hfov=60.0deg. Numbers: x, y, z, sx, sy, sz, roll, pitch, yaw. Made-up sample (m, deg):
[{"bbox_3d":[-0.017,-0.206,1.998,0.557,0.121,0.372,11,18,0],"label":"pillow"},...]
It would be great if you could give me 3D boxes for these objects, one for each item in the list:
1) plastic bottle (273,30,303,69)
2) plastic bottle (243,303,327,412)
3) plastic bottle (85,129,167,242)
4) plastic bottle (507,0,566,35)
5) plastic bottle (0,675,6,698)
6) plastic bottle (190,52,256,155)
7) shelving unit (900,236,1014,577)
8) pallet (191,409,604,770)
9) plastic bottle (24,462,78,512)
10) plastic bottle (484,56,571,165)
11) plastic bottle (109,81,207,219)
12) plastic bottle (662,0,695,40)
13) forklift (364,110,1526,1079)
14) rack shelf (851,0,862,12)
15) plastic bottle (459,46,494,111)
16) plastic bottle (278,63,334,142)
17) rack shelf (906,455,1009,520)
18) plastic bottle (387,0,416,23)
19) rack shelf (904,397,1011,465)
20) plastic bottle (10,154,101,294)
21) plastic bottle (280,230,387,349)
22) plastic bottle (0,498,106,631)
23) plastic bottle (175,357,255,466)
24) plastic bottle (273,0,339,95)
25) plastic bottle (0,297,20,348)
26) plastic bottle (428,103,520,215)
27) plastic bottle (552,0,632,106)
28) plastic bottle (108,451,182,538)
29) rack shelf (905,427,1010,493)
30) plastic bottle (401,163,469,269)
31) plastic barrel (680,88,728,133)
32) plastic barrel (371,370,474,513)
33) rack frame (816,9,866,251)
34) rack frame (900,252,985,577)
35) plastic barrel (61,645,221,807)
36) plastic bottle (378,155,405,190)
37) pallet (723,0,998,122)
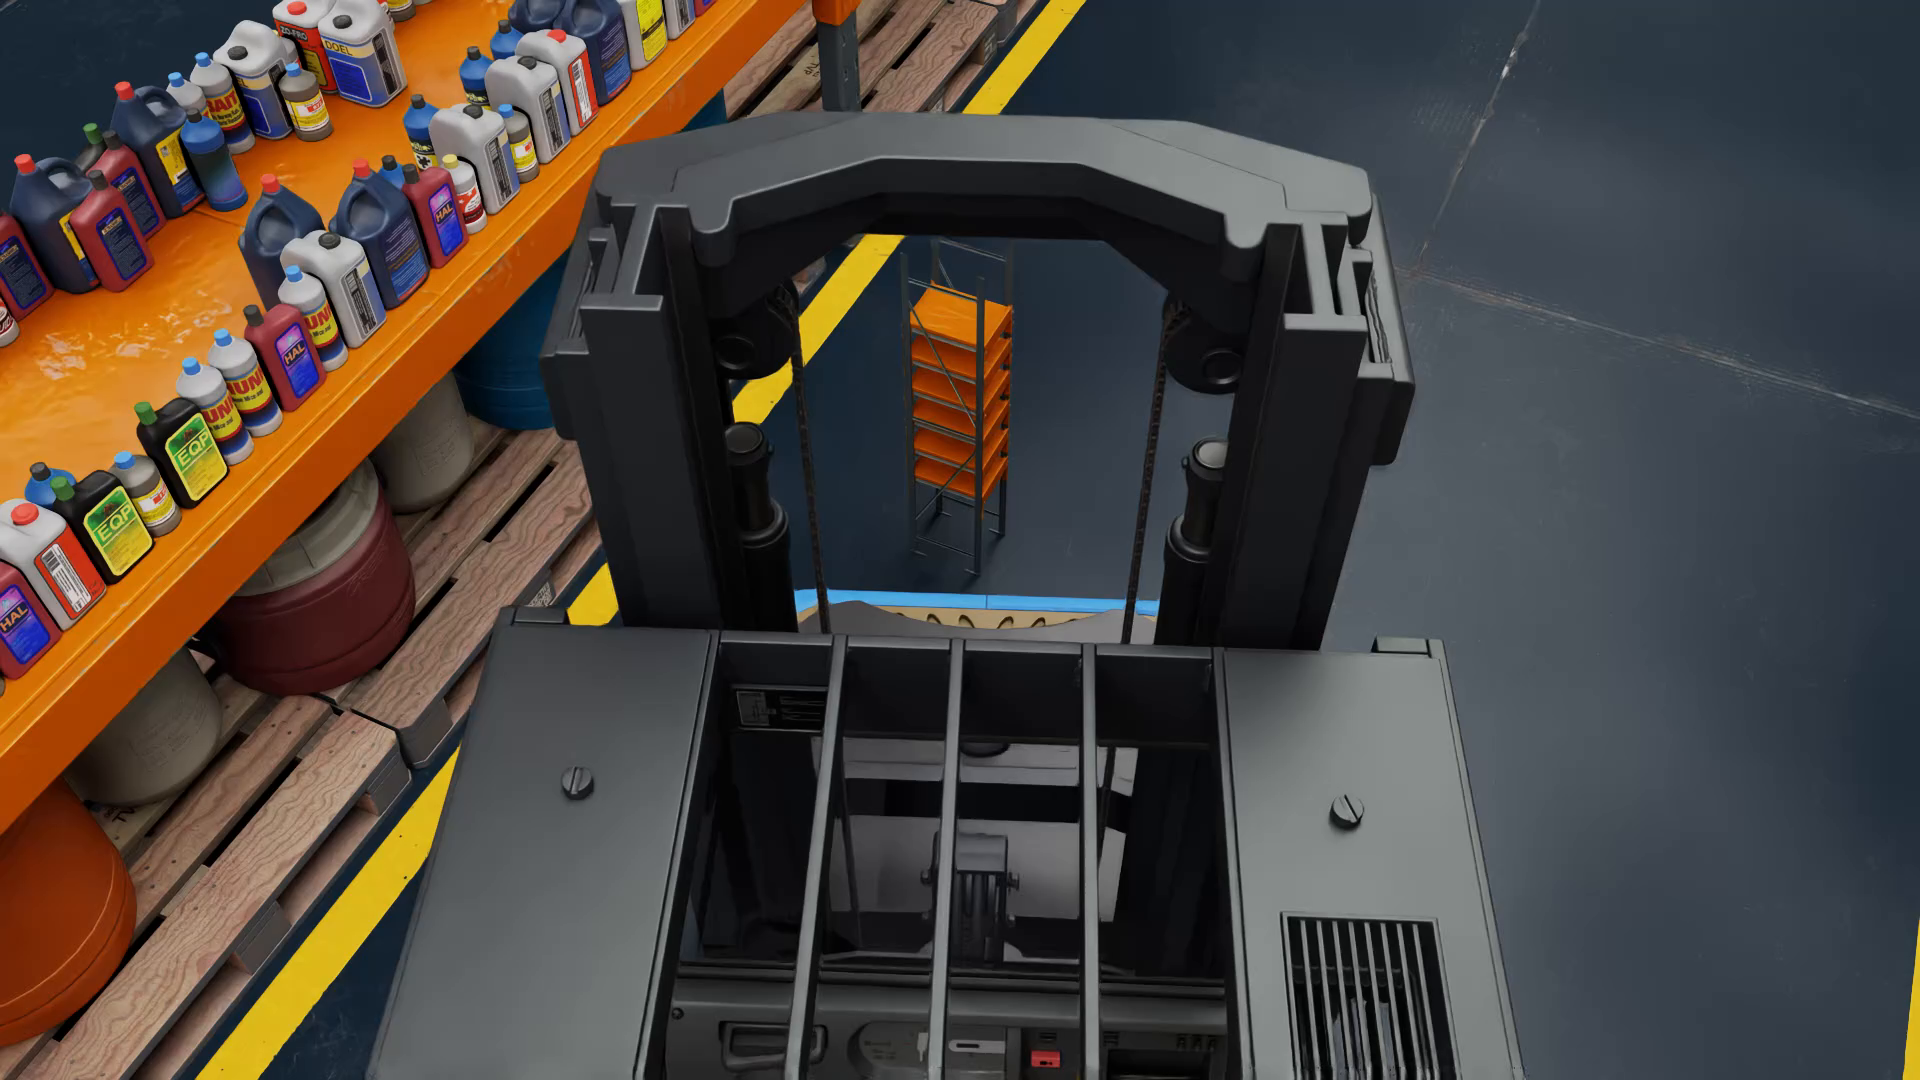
[{"bbox_3d":[-1.833,-1.283,4.502,0.097,0.201,0.097,0,50,0],"label":"plastic bottle"},{"bbox_3d":[-1.518,-0.432,3.725,0.061,0.283,0.133,20,52,16],"label":"plastic bottle"},{"bbox_3d":[-2.064,-0.862,4.091,0.061,0.283,0.133,20,52,16],"label":"plastic bottle"},{"bbox_3d":[-1.127,-1.415,4.517,0.144,0.351,0.185,20,52,16],"label":"plastic bottle"},{"bbox_3d":[-1.937,0.237,3.209,0.097,0.201,0.097,0,50,0],"label":"plastic bottle"},{"bbox_3d":[-1.932,-1.146,4.340,0.097,0.271,0.097,0,50,0],"label":"plastic bottle"},{"bbox_3d":[-0.006,-0.379,4.785,0.258,1.200,0.189,20,52,16],"label":"shelving unit"},{"bbox_3d":[-1.709,0.014,5.099,1.003,0.211,1.213,20,52,16],"label":"pallet"},{"bbox_3d":[-1.836,-0.057,3.413,0.097,0.271,0.097,0,50,0],"label":"plastic bottle"},{"bbox_3d":[-1.126,-1.142,4.334,0.152,0.276,0.135,20,52,16],"label":"plastic bottle"},{"bbox_3d":[-2.013,-1.000,4.164,0.144,0.351,0.185,20,52,16],"label":"plastic bottle"},{"bbox_3d":[-0.854,-1.582,4.708,0.152,0.276,0.135,20,52,16],"label":"plastic bottle"},{"bbox_3d":[-0.004,0.993,2.481,1.130,2.935,3.031,2,50,2],"label":"forklift"},{"bbox_3d":[0.033,-3.395,6.641,1.077,0.370,4.000,20,52,16],"label":"rack shelf"},{"bbox_3d":[-1.247,-1.169,4.359,0.097,0.271,0.097,0,50,0],"label":"plastic bottle"},{"bbox_3d":[-1.737,-1.166,4.403,0.097,0.201,0.097,0,50,0],"label":"plastic bottle"},{"bbox_3d":[-0.006,-0.195,5.001,0.258,0.103,0.180,20,52,16],"label":"rack shelf"},{"bbox_3d":[-1.636,-1.601,4.774,0.097,0.201,0.097,0,50,0],"label":"plastic bottle"},{"bbox_3d":[-0.006,-0.350,4.818,0.258,0.103,0.180,20,52,16],"label":"rack shelf"},{"bbox_3d":[-2.149,-0.781,3.977,0.144,0.351,0.185,20,52,16],"label":"plastic bottle"},{"bbox_3d":[-1.461,-0.604,3.876,0.152,0.276,0.135,20,52,16],"label":"plastic bottle"},{"bbox_3d":[-1.855,0.033,3.334,0.152,0.276,0.135,20,52,16],"label":"plastic bottle"},{"bbox_3d":[-1.626,-0.288,3.610,0.097,0.271,0.097,0,50,0],"label":"plastic bottle"},{"bbox_3d":[-1.759,-1.378,4.534,0.152,0.276,0.135,20,52,16],"label":"plastic bottle"},{"bbox_3d":[-2.288,-0.551,3.880,0.097,0.201,0.097,0,50,0],"label":"plastic bottle"},{"bbox_3d":[-1.226,-0.983,4.198,0.152,0.276,0.135,20,52,16],"label":"plastic bottle"},{"bbox_3d":[-0.997,-1.368,4.477,0.144,0.351,0.185,20,52,16],"label":"plastic bottle"},{"bbox_3d":[-1.724,-0.106,3.501,0.097,0.201,0.097,0,50,0],"label":"plastic bottle"},{"bbox_3d":[-0.006,-0.272,4.910,0.258,0.103,0.180,20,52,16],"label":"rack shelf"},{"bbox_3d":[-1.283,-0.811,4.047,0.061,0.283,0.133,20,52,16],"label":"plastic bottle"},{"bbox_3d":[-1.069,-1.338,5.521,0.600,0.901,0.708,20,52,16],"label":"plastic barrel"},{"bbox_3d":[-1.694,-0.364,4.948,0.421,0.512,0.421,0,50,0],"label":"plastic barrel"},{"bbox_3d":[-0.821,-2.251,5.195,1.000,3.000,0.127,20,52,16],"label":"rack frame"},{"bbox_3d":[-0.045,-0.316,4.731,0.240,1.200,0.006,20,52,16],"label":"rack frame"},{"bbox_3d":[-2.176,0.414,4.286,0.421,0.512,0.421,0,50,0],"label":"plastic barrel"},{"bbox_3d":[-1.362,-0.820,4.063,0.097,0.271,0.097,0,50,0],"label":"plastic bottle"},{"bbox_3d":[-0.542,-1.866,6.699,1.003,0.211,1.213,20,52,16],"label":"pallet"}]
